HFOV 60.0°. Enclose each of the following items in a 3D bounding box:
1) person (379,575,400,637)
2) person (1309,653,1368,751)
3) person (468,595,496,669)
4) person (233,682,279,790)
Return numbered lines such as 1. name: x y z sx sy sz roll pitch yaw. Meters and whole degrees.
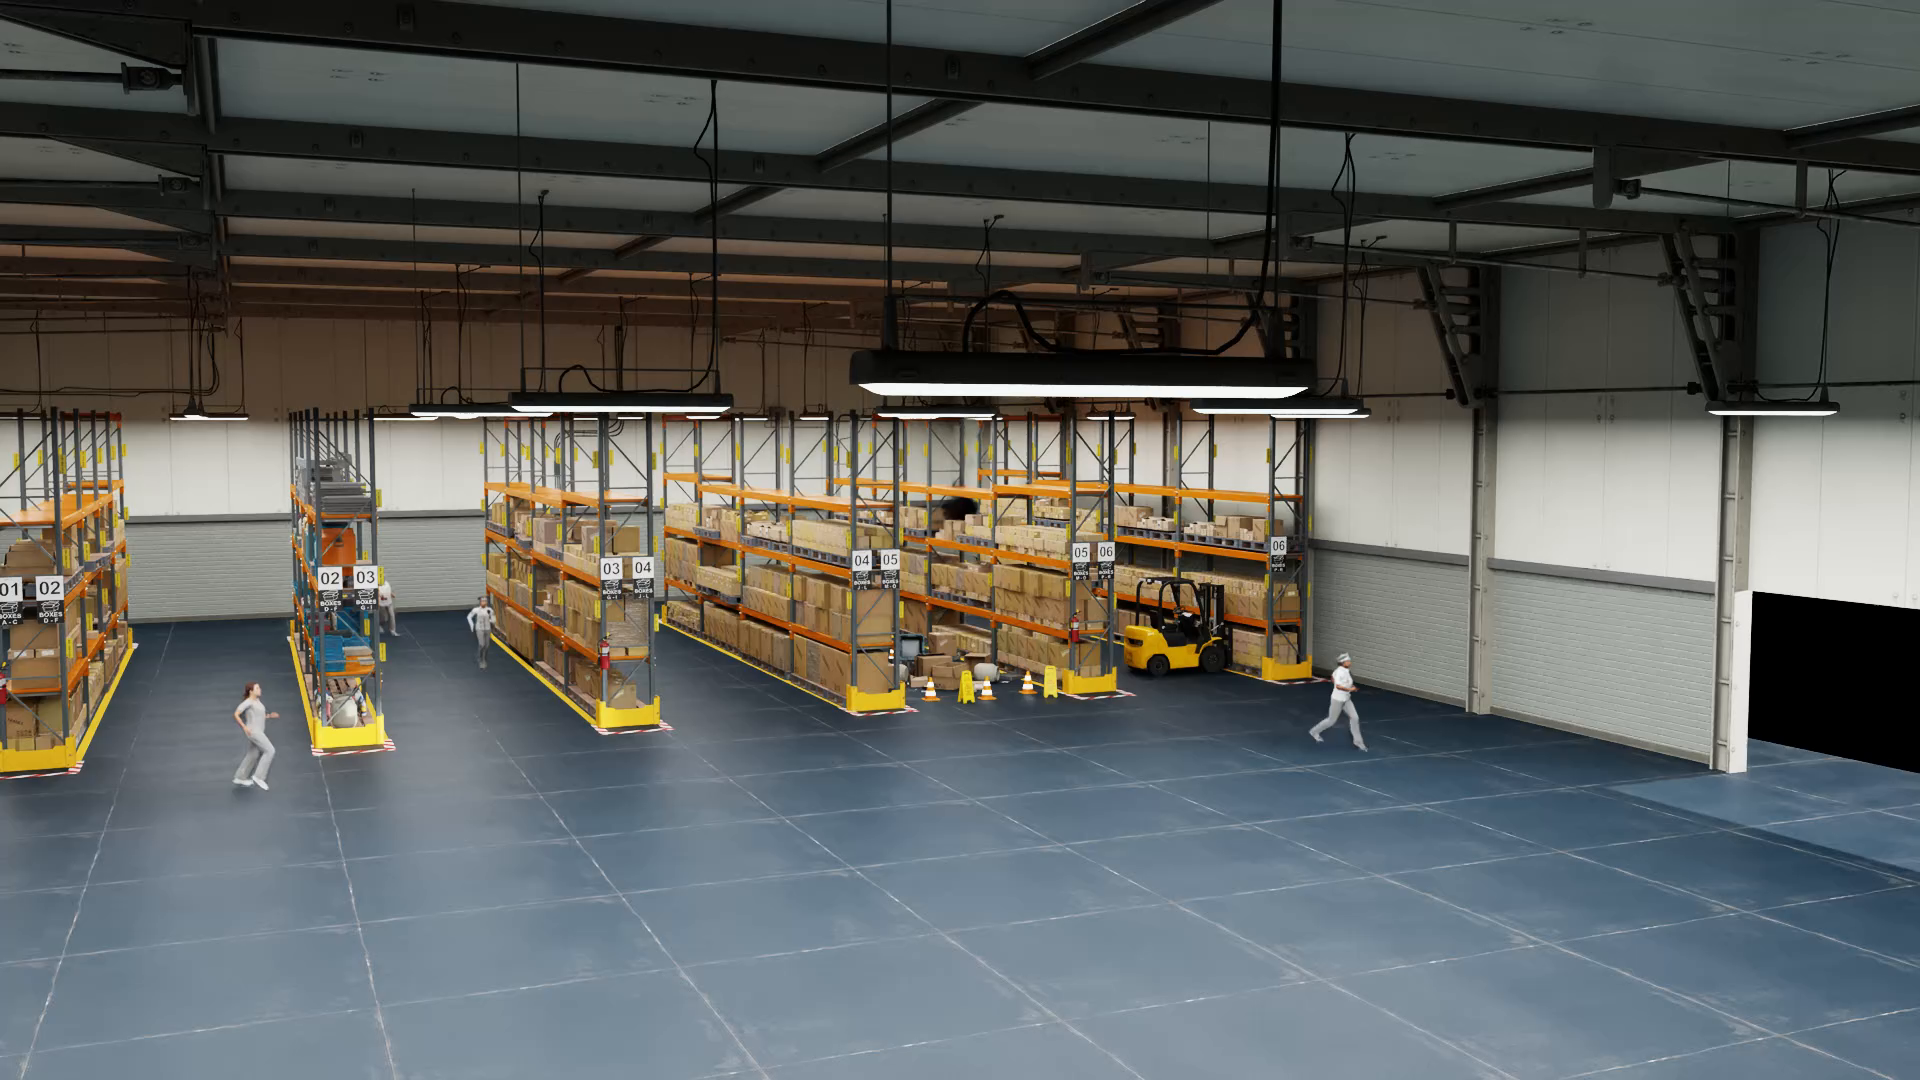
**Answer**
1. person: -15.522 1.734 44.705 0.867 1.716 0.742 3 5 35
2. person: 6.654 2.840 29.250 1.033 1.735 0.521 3 5 32
3. person: -11.159 2.155 38.948 0.581 1.733 0.690 -3 5 -33
4. person: -11.047 3.063 26.063 0.716 1.703 0.533 -1 4 -10
